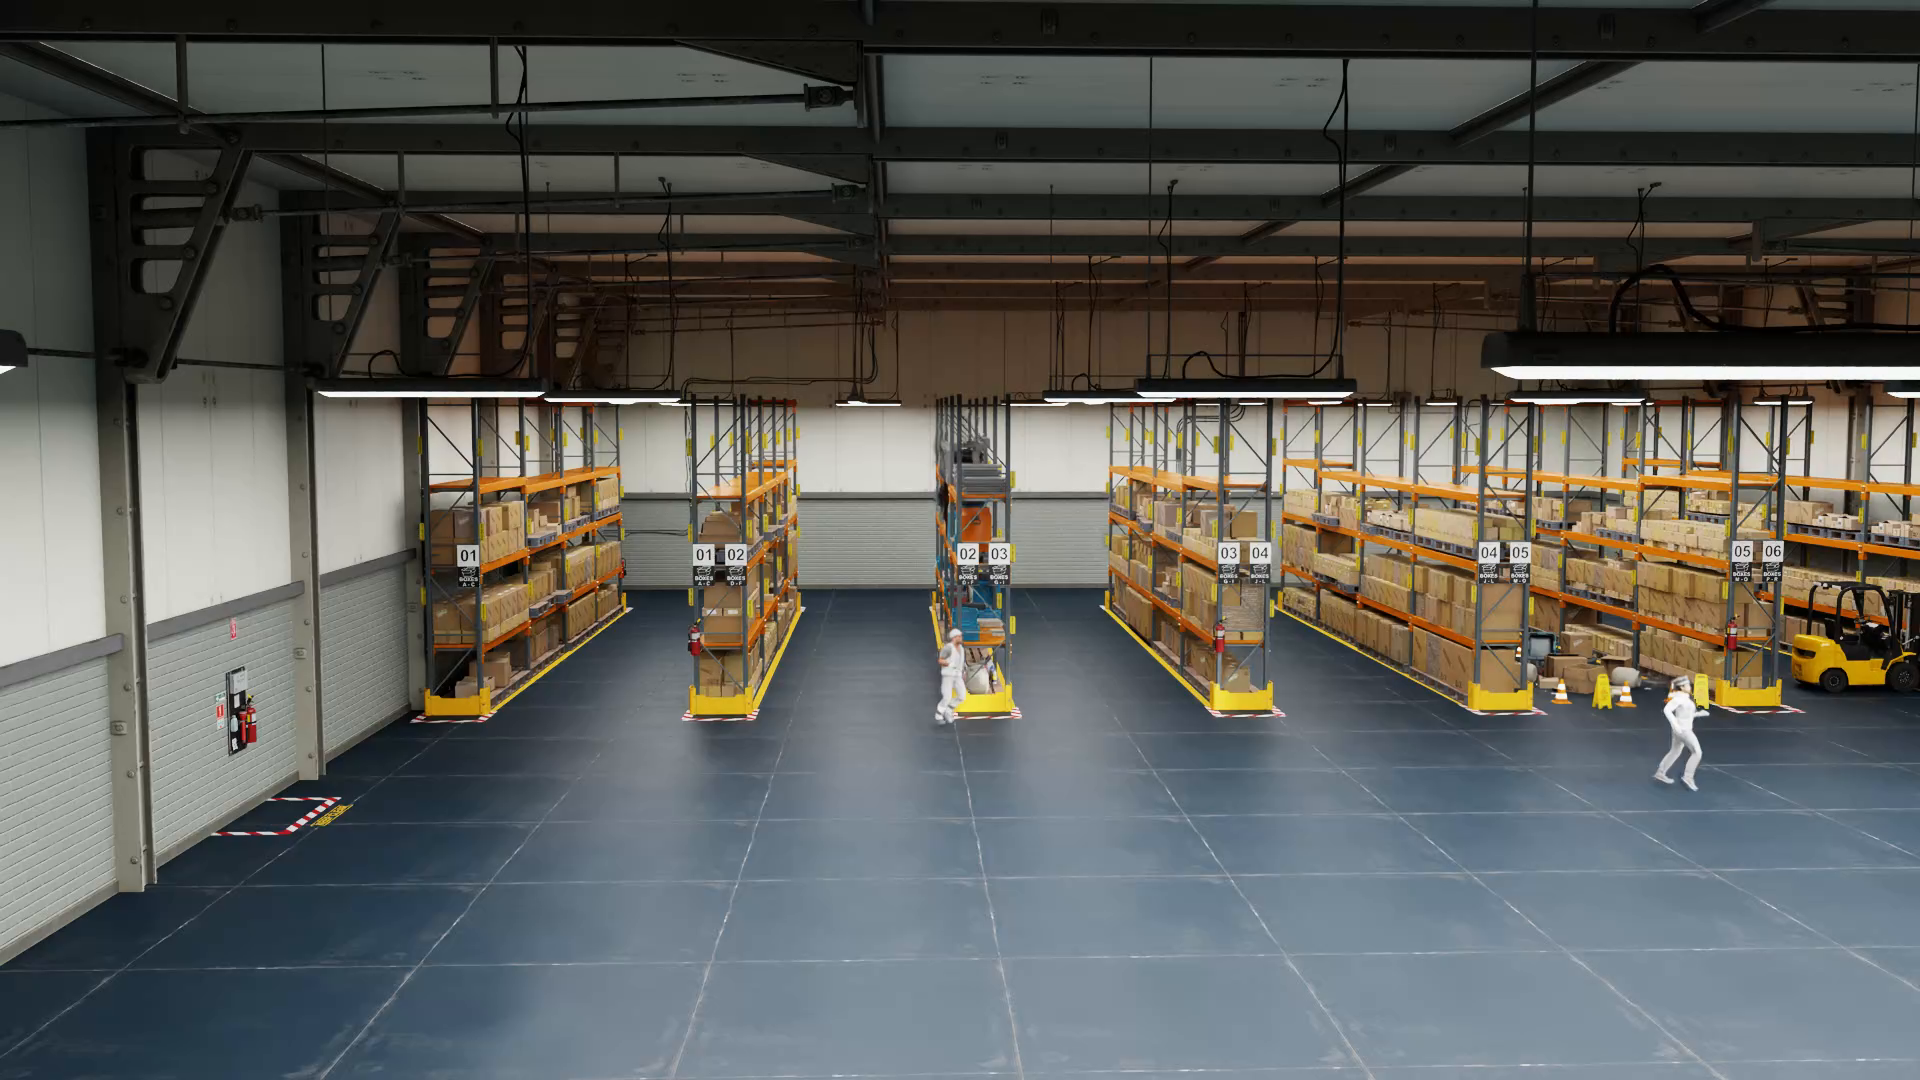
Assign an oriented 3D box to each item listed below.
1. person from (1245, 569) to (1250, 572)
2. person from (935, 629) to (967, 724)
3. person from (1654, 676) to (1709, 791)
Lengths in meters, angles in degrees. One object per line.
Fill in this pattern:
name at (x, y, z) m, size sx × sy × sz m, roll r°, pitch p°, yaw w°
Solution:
person at (8.238, 1.143, 47.715) m, size 0.709 × 1.693 × 0.696 m, roll 3°, pitch 5°, yaw 30°
person at (-0.082, 2.480, 30.187) m, size 0.662 × 1.719 × 0.590 m, roll -4°, pitch 6°, yaw -38°
person at (10.909, 2.907, 25.099) m, size 0.710 × 1.749 × 0.576 m, roll 2°, pitch 5°, yaw 21°
